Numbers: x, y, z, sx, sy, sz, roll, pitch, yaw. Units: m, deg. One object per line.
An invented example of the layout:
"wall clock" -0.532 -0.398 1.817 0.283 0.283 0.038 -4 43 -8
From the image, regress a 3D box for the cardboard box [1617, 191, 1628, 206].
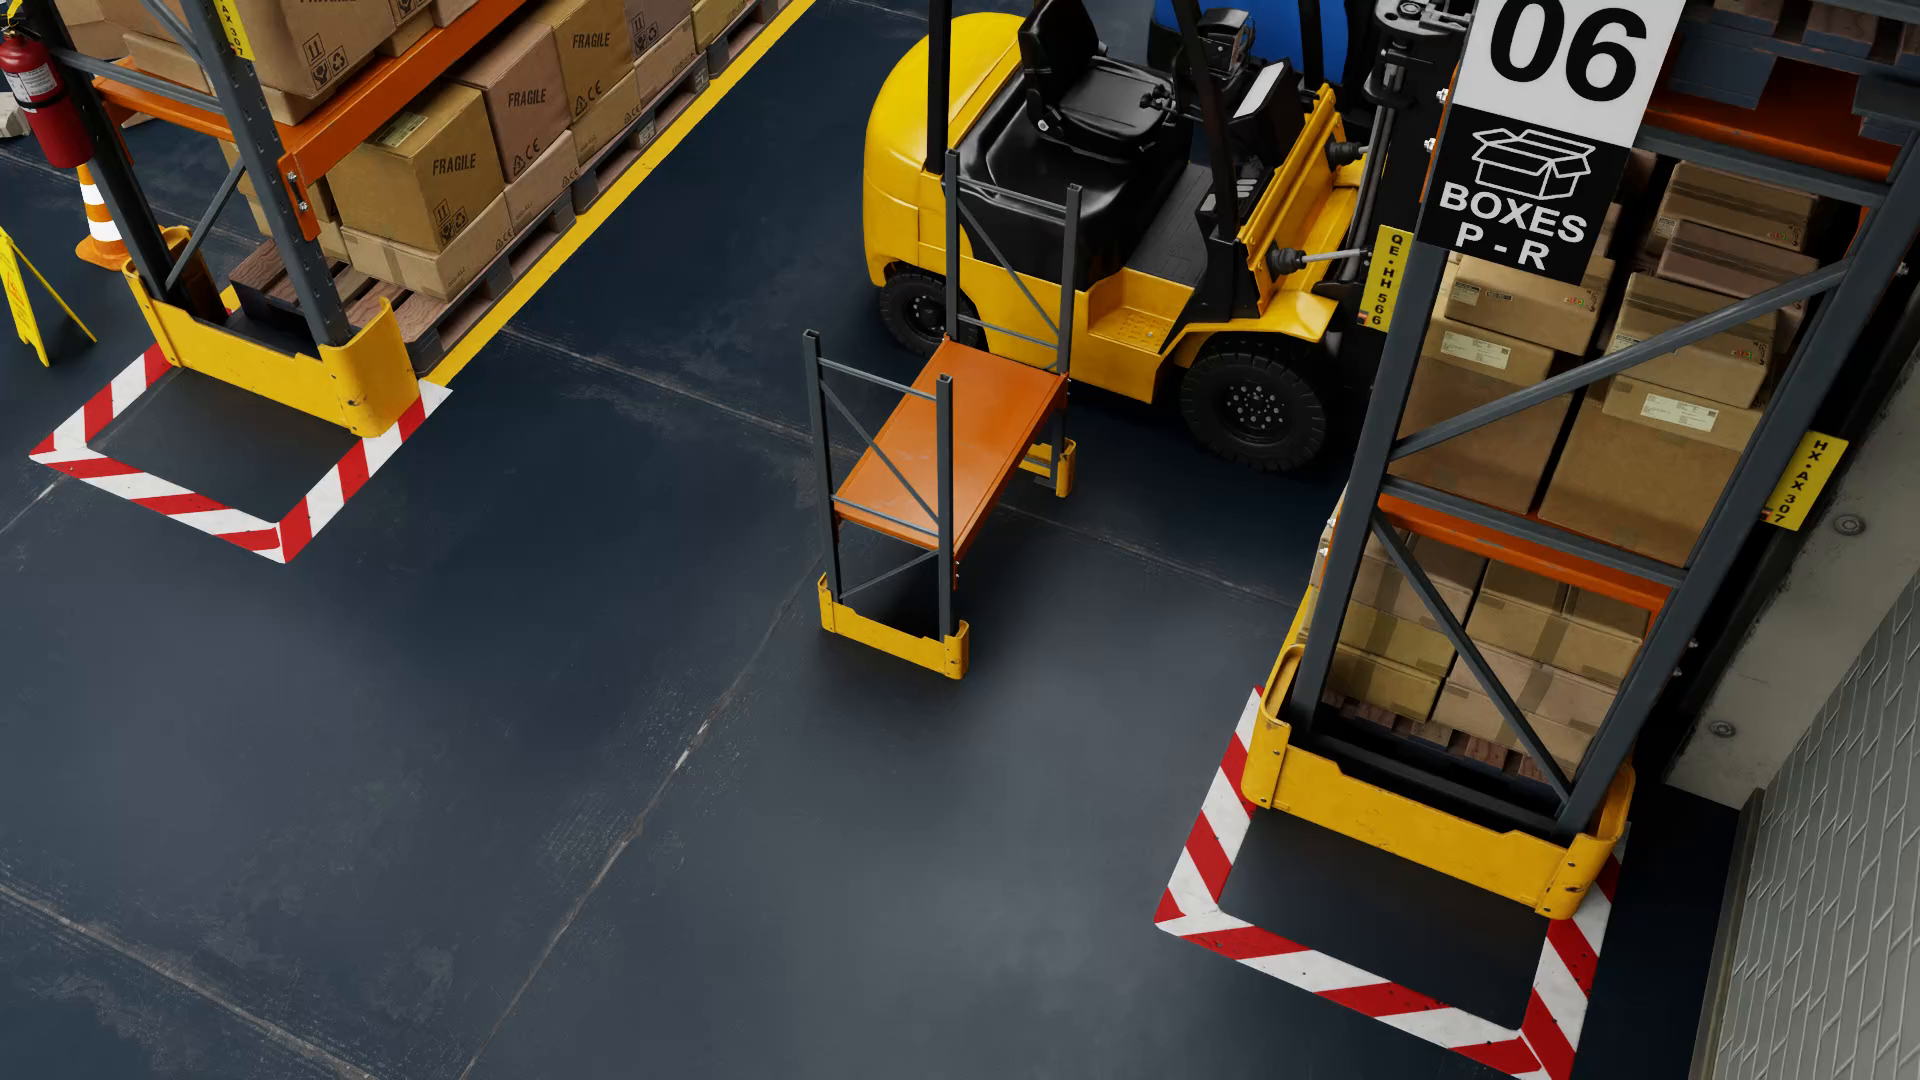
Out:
"cardboard box" 1.834 -1.108 5.046 0.380 0.149 0.250 19 52 16

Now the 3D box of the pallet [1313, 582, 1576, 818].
"pallet" 1.863 0.340 6.137 1.003 0.211 1.213 20 52 16

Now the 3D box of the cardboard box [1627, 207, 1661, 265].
"cardboard box" 2.116 -0.779 4.766 0.380 0.149 0.250 19 52 15

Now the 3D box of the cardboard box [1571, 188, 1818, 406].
"cardboard box" 2.239 -0.673 5.102 0.500 0.500 0.500 21 53 17

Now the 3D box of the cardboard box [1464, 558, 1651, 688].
"cardboard box" 1.951 0.138 5.351 0.500 0.250 0.500 19 52 16

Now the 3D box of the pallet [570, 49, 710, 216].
"pallet" -1.981 -2.170 8.273 1.003 0.211 1.213 20 52 16

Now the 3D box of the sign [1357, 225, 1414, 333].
"sign" 1.090 -0.662 4.243 0.100 0.325 0.005 20 52 16

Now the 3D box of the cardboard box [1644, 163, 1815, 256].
"cardboard box" 2.153 -0.880 4.658 0.380 0.149 0.250 21 53 17

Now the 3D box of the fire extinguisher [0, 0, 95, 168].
"fire extinguisher" -3.381 -1.682 6.078 0.296 0.674 0.183 20 52 16

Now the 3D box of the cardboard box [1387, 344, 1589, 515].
"cardboard box" 1.547 -0.480 4.939 0.500 0.500 0.500 19 52 15

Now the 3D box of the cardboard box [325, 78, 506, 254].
"cardboard box" -2.311 -1.606 7.000 0.500 0.500 0.500 18 52 15

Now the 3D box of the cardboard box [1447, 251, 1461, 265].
"cardboard box" 1.551 -0.782 4.769 0.380 0.149 0.250 21 53 17

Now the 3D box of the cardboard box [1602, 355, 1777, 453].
"cardboard box" 1.954 -0.415 4.457 0.380 0.149 0.250 19 52 15

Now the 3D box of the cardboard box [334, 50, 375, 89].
"cardboard box" -2.488 -1.900 6.377 0.380 0.149 0.250 21 53 17

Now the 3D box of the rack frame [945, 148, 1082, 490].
"rack frame" 0.181 -0.777 6.242 0.500 1.500 0.032 20 52 16

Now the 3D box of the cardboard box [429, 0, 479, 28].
"cardboard box" -2.151 -2.216 6.646 0.380 0.149 0.250 21 53 17

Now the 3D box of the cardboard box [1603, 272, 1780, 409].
"cardboard box" 1.911 -0.524 4.355 0.380 0.149 0.250 19 52 15

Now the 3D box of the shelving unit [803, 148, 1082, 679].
"shelving unit" -0.033 -0.434 5.949 0.587 1.500 1.083 20 52 16

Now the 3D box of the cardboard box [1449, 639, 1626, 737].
"cardboard box" 1.963 0.313 5.531 0.500 0.250 0.500 21 53 17

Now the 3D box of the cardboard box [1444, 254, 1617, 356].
"cardboard box" 1.537 -0.678 4.485 0.380 0.149 0.250 20 52 16

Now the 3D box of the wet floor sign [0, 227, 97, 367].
"wet floor sign" -3.964 -1.090 7.069 0.232 0.644 0.267 -37 59 -27

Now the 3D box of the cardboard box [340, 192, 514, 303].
"cardboard box" -2.321 -1.347 7.271 0.500 0.250 0.500 19 52 16

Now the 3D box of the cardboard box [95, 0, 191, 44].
"cardboard box" -2.933 -2.228 6.231 0.500 0.500 0.500 19 52 15

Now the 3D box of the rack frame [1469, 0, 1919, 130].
"rack frame" 1.574 -1.968 2.331 1.000 3.000 0.127 20 52 16

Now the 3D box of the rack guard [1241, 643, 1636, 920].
"rack guard" 1.564 0.803 5.554 1.175 0.500 0.348 20 52 16

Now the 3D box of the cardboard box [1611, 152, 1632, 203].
"cardboard box" 1.701 -1.047 4.799 0.380 0.149 0.250 21 53 17

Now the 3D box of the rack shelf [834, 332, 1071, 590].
"rack shelf" -0.036 -0.311 6.081 0.538 0.185 1.000 20 52 16

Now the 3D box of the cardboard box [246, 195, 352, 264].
"cardboard box" -2.803 -1.542 7.437 0.500 0.250 0.500 20 52 16

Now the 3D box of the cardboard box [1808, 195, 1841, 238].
"cardboard box" 2.456 -1.092 5.033 0.380 0.149 0.250 20 53 16

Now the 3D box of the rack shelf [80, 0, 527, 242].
"rack shelf" -2.061 -2.780 7.434 1.077 0.370 4.000 20 52 16

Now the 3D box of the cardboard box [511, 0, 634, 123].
"cardboard box" -1.870 -2.310 7.599 0.500 0.500 0.500 21 53 17

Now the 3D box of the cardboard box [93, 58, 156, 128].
"cardboard box" -4.182 -2.272 8.400 0.250 0.149 0.380 -28 55 -22

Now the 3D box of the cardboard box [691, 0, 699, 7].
"cardboard box" -1.432 -3.033 8.214 0.500 0.500 0.500 21 53 17

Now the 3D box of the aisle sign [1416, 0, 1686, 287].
"aisle sign" 1.281 -0.916 3.668 0.394 0.787 0.004 20 52 16

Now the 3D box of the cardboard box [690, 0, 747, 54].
"cardboard box" -1.434 -2.771 8.483 0.500 0.250 0.500 19 52 15

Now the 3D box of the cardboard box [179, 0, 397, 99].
"cardboard box" -2.462 -2.001 6.037 0.500 0.500 0.500 19 52 16

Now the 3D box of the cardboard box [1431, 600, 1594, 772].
"cardboard box" 1.961 0.457 5.737 0.500 0.250 0.500 20 52 16

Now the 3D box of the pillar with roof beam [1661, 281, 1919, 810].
"pillar with roof beam" -1.206 -3.555 3.681 9.100 9.000 0.400 20 52 16

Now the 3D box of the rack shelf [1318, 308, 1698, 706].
"rack shelf" 2.429 -1.168 6.062 1.077 0.370 4.000 20 52 16

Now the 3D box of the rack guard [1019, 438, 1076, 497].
"rack guard" 0.180 -0.371 6.717 0.587 0.250 0.087 20 52 16

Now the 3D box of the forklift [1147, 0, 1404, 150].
"forklift" 2.491 -3.103 7.281 3.031 2.935 1.130 25 54 20

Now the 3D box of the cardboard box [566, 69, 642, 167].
"cardboard box" -1.874 -2.075 7.891 0.500 0.250 0.500 23 53 18
